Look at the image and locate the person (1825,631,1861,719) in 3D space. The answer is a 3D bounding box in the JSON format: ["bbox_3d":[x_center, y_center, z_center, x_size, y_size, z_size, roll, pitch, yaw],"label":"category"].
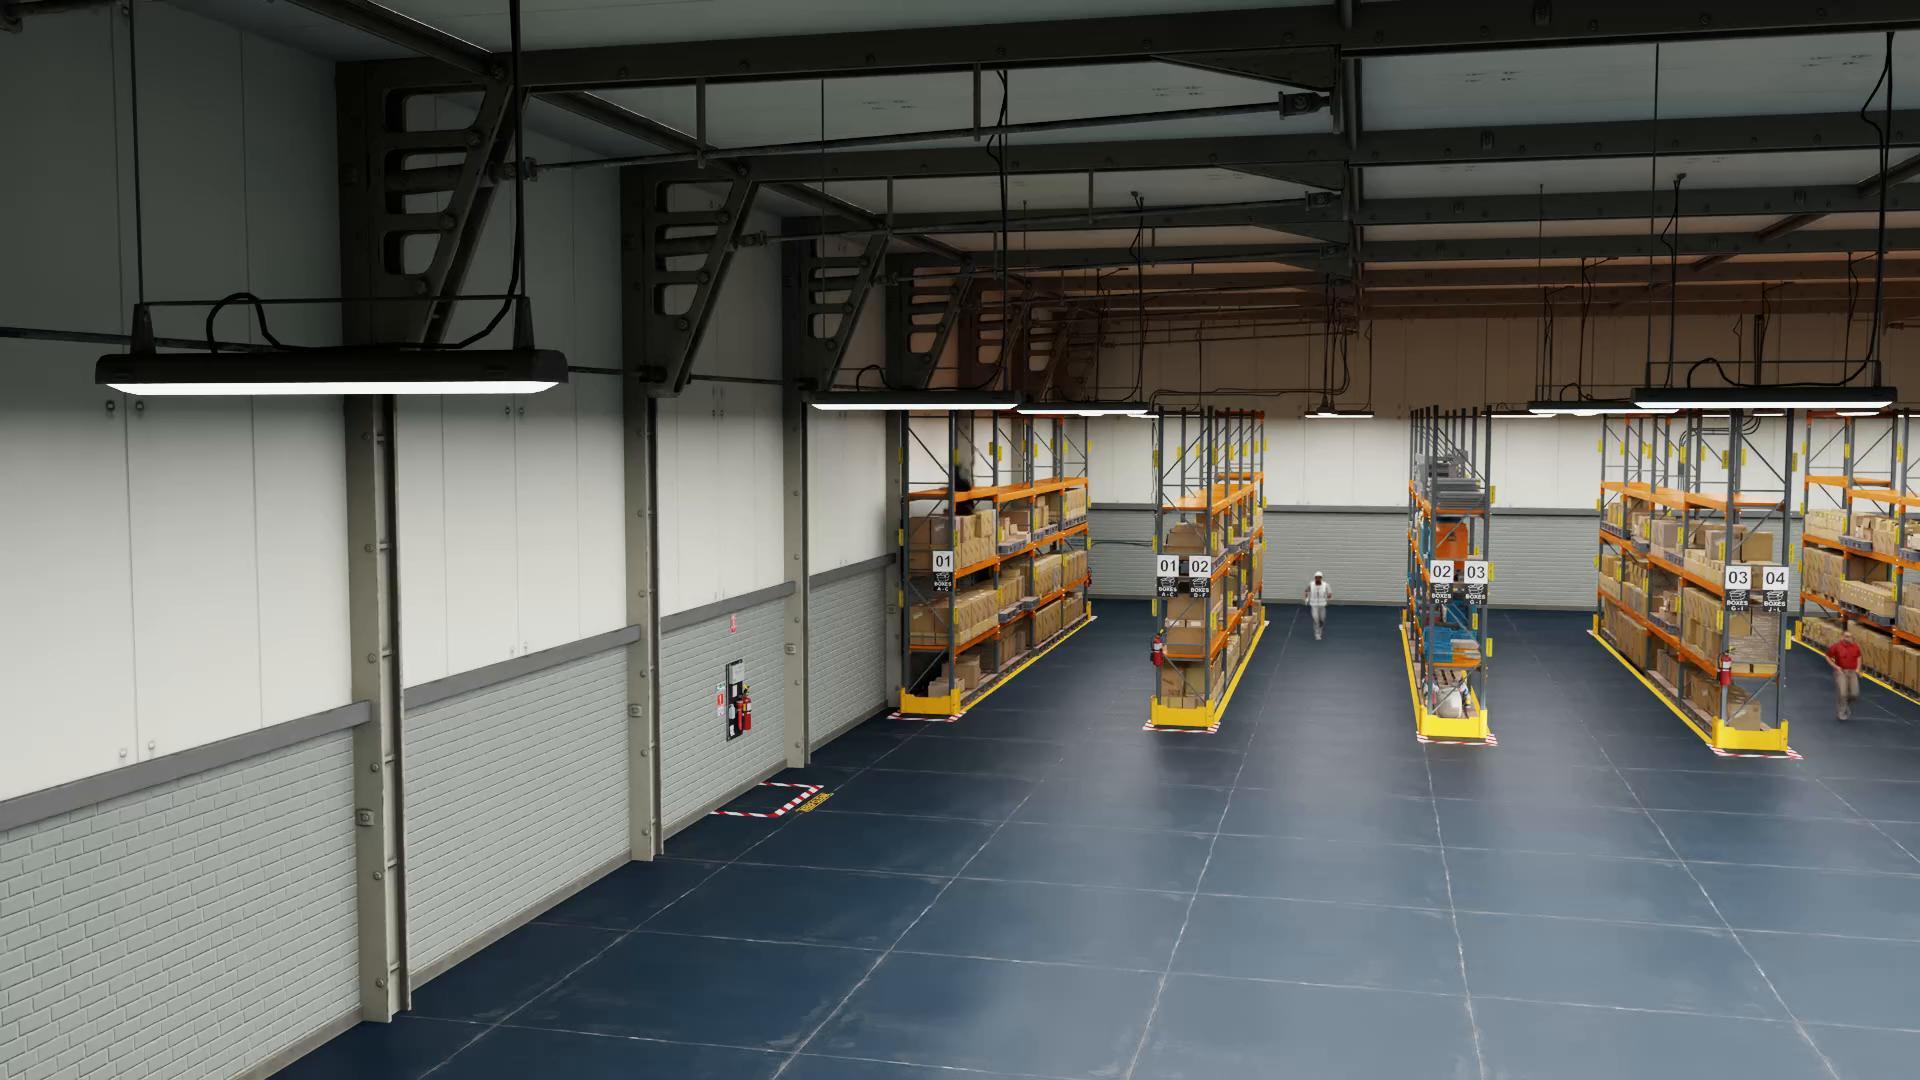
[{"bbox_3d":[17.005,2.586,31.981,0.682,1.694,0.598,0,4,6],"label":"person"}]

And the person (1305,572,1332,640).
[{"bbox_3d":[9.357,1.707,43.424,0.688,1.766,0.933,1,4,7],"label":"person"}]

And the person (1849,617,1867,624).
[{"bbox_3d":[23.564,1.790,43.676,0.594,1.596,0.556,-2,5,-28],"label":"person"}]
